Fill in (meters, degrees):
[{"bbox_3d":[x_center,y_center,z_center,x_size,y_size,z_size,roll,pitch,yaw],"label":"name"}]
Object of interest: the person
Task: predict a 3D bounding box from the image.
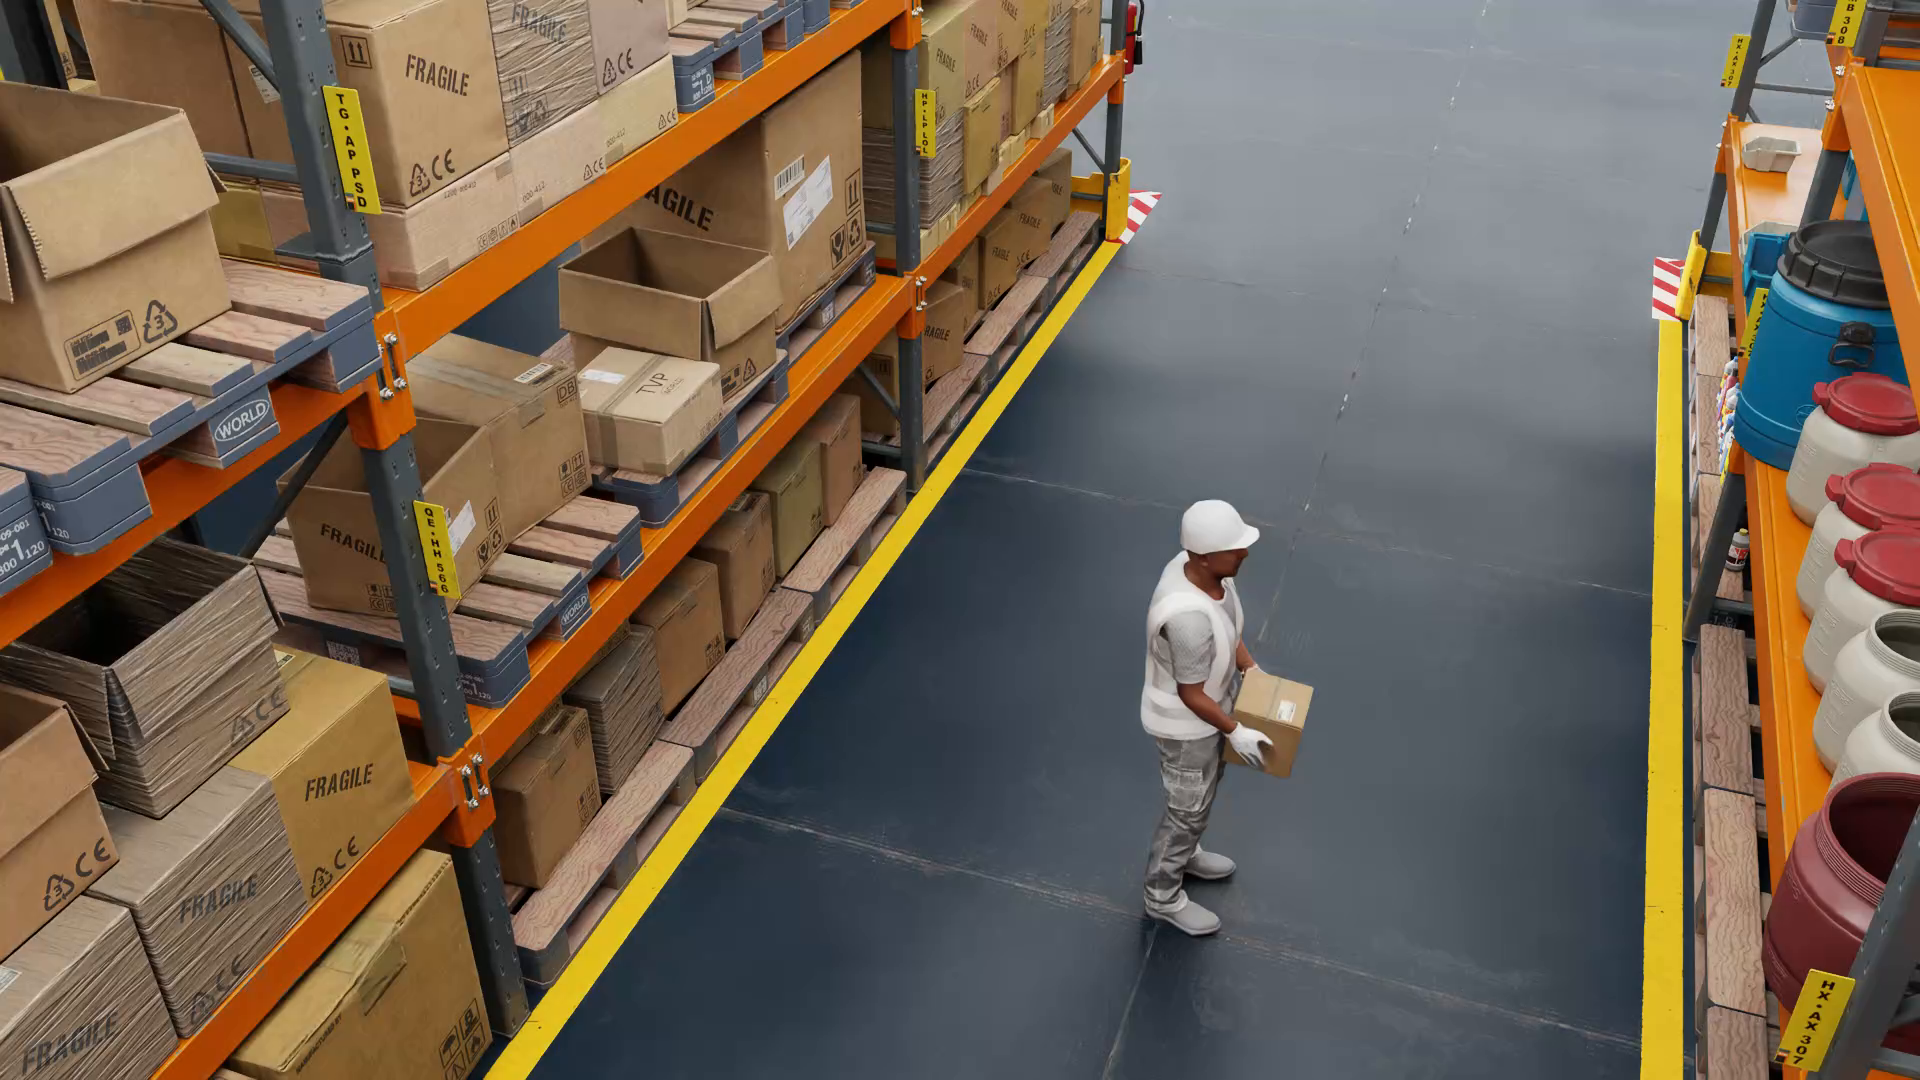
[{"bbox_3d":[0.925,0.641,6.129,0.509,1.788,0.546,11,34,16],"label":"person"}]
